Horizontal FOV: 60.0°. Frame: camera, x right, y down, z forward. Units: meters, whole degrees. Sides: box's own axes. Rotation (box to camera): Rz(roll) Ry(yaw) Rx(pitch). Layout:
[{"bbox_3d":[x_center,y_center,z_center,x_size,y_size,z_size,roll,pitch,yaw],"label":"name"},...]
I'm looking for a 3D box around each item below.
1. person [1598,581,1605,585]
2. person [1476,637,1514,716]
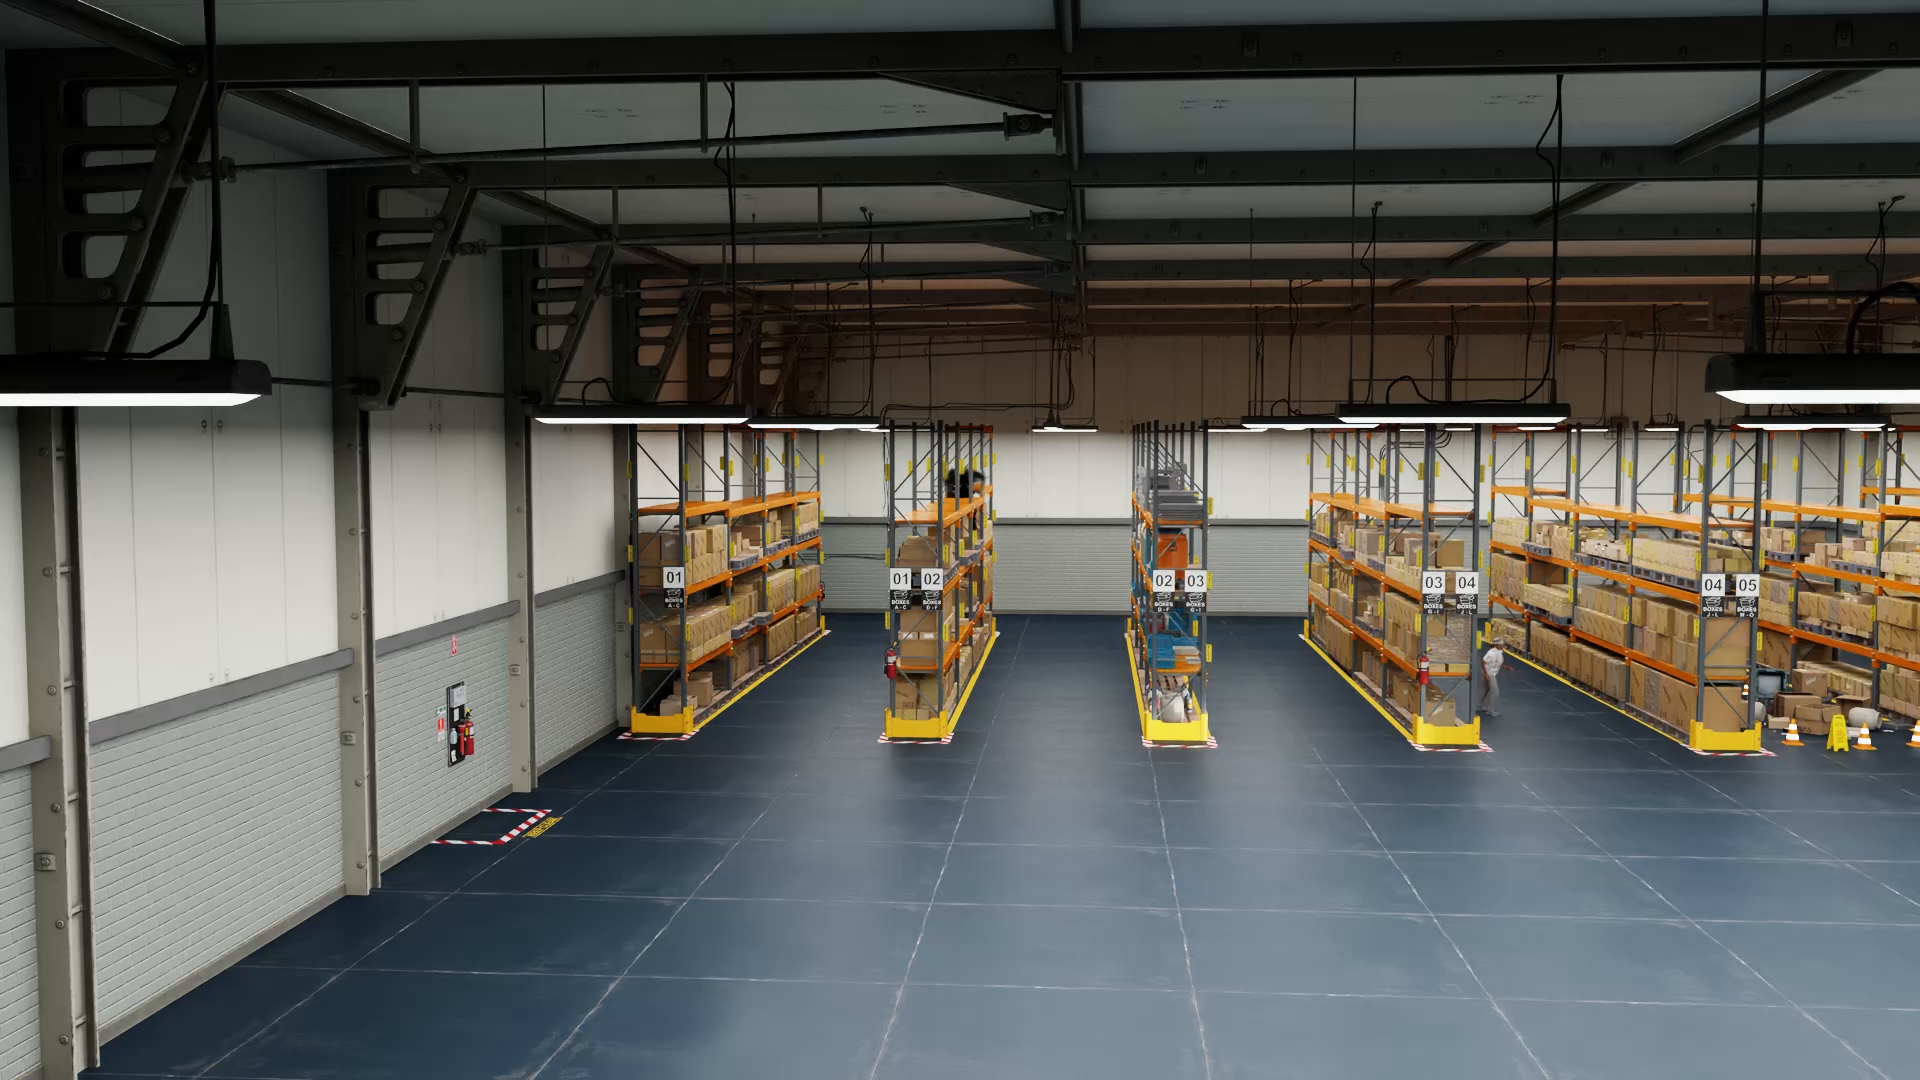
[{"bbox_3d":[18.416,1.954,47.364,0.828,1.547,0.577,0,4,-5],"label":"person"},{"bbox_3d":[10.938,2.771,34.099,0.794,1.617,0.654,2,4,33],"label":"person"}]
